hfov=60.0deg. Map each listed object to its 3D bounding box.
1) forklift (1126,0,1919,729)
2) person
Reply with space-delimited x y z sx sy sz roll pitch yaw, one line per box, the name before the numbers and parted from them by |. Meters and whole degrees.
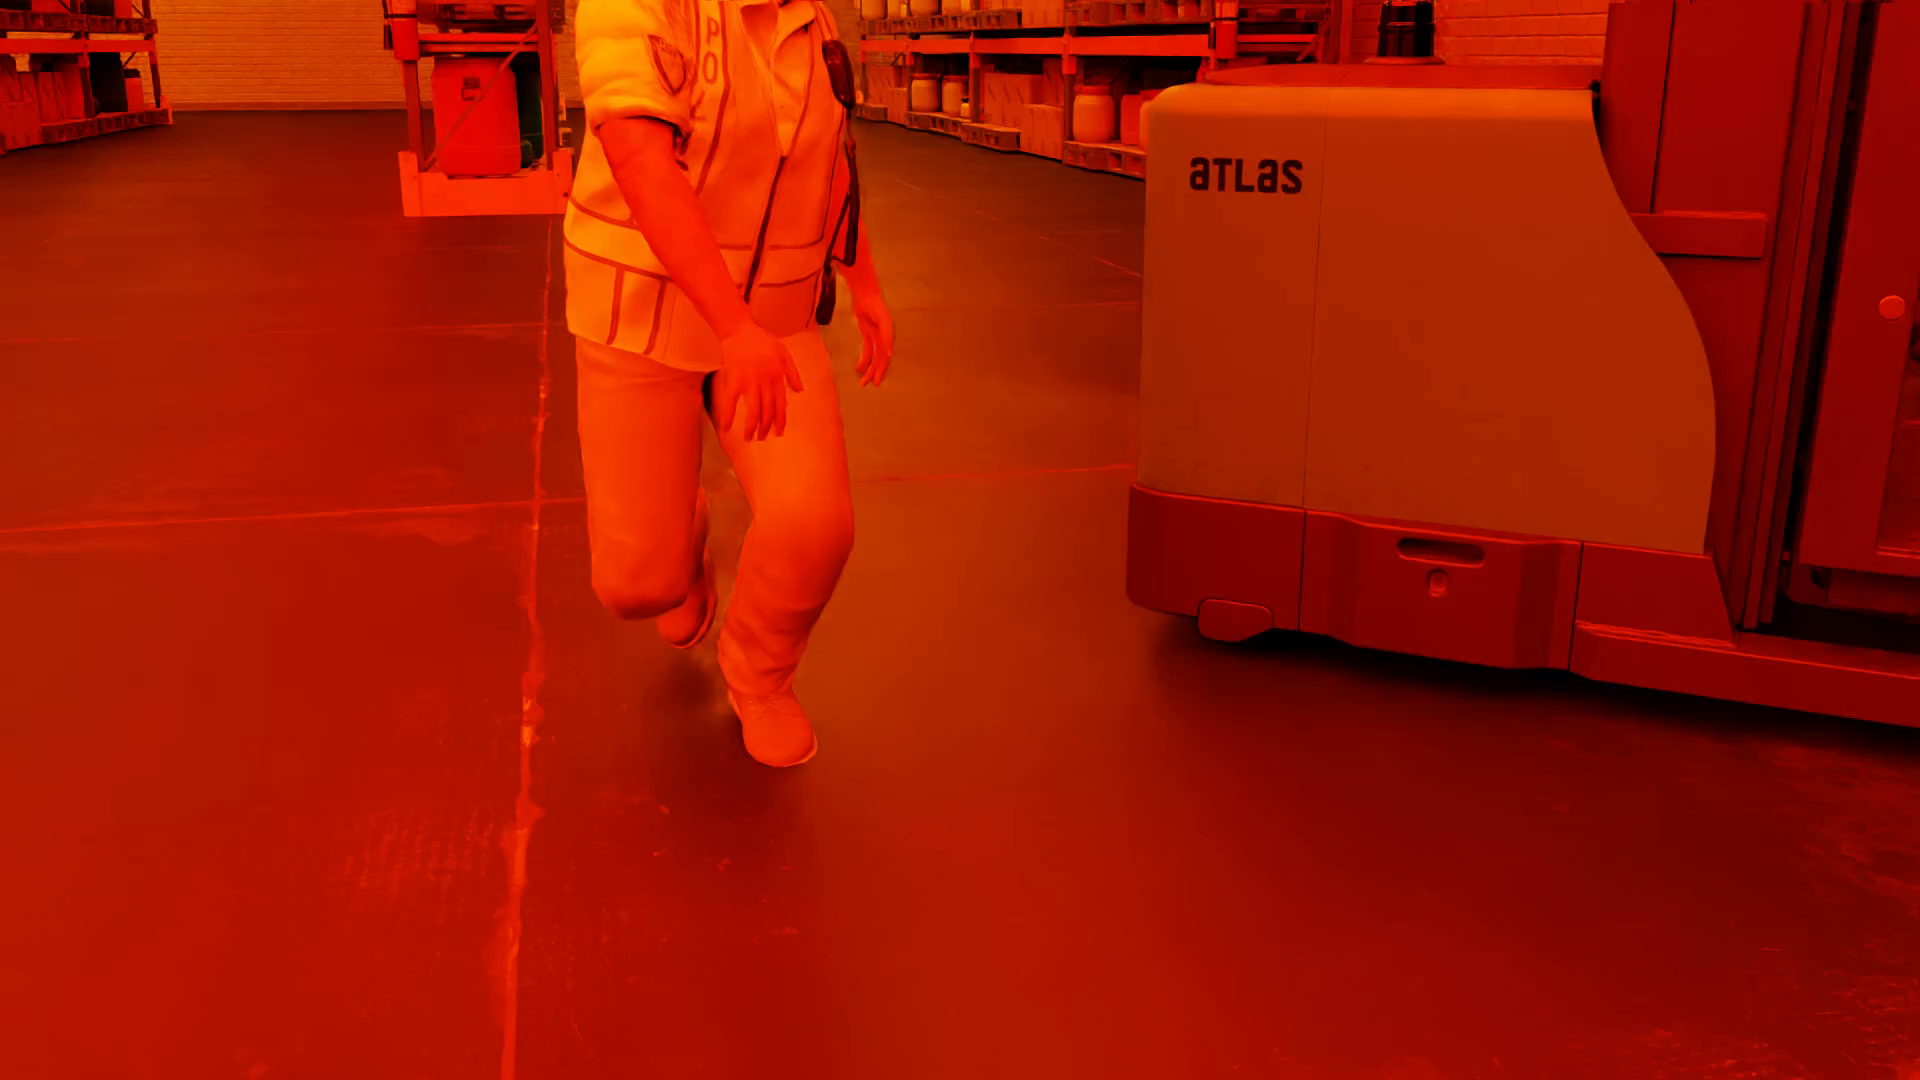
forklift | 1.895 -1.157 2.762 3.031 2.935 1.130 8 18 24
person | -0.351 -0.411 2.807 0.654 1.531 0.830 -9 19 -27
